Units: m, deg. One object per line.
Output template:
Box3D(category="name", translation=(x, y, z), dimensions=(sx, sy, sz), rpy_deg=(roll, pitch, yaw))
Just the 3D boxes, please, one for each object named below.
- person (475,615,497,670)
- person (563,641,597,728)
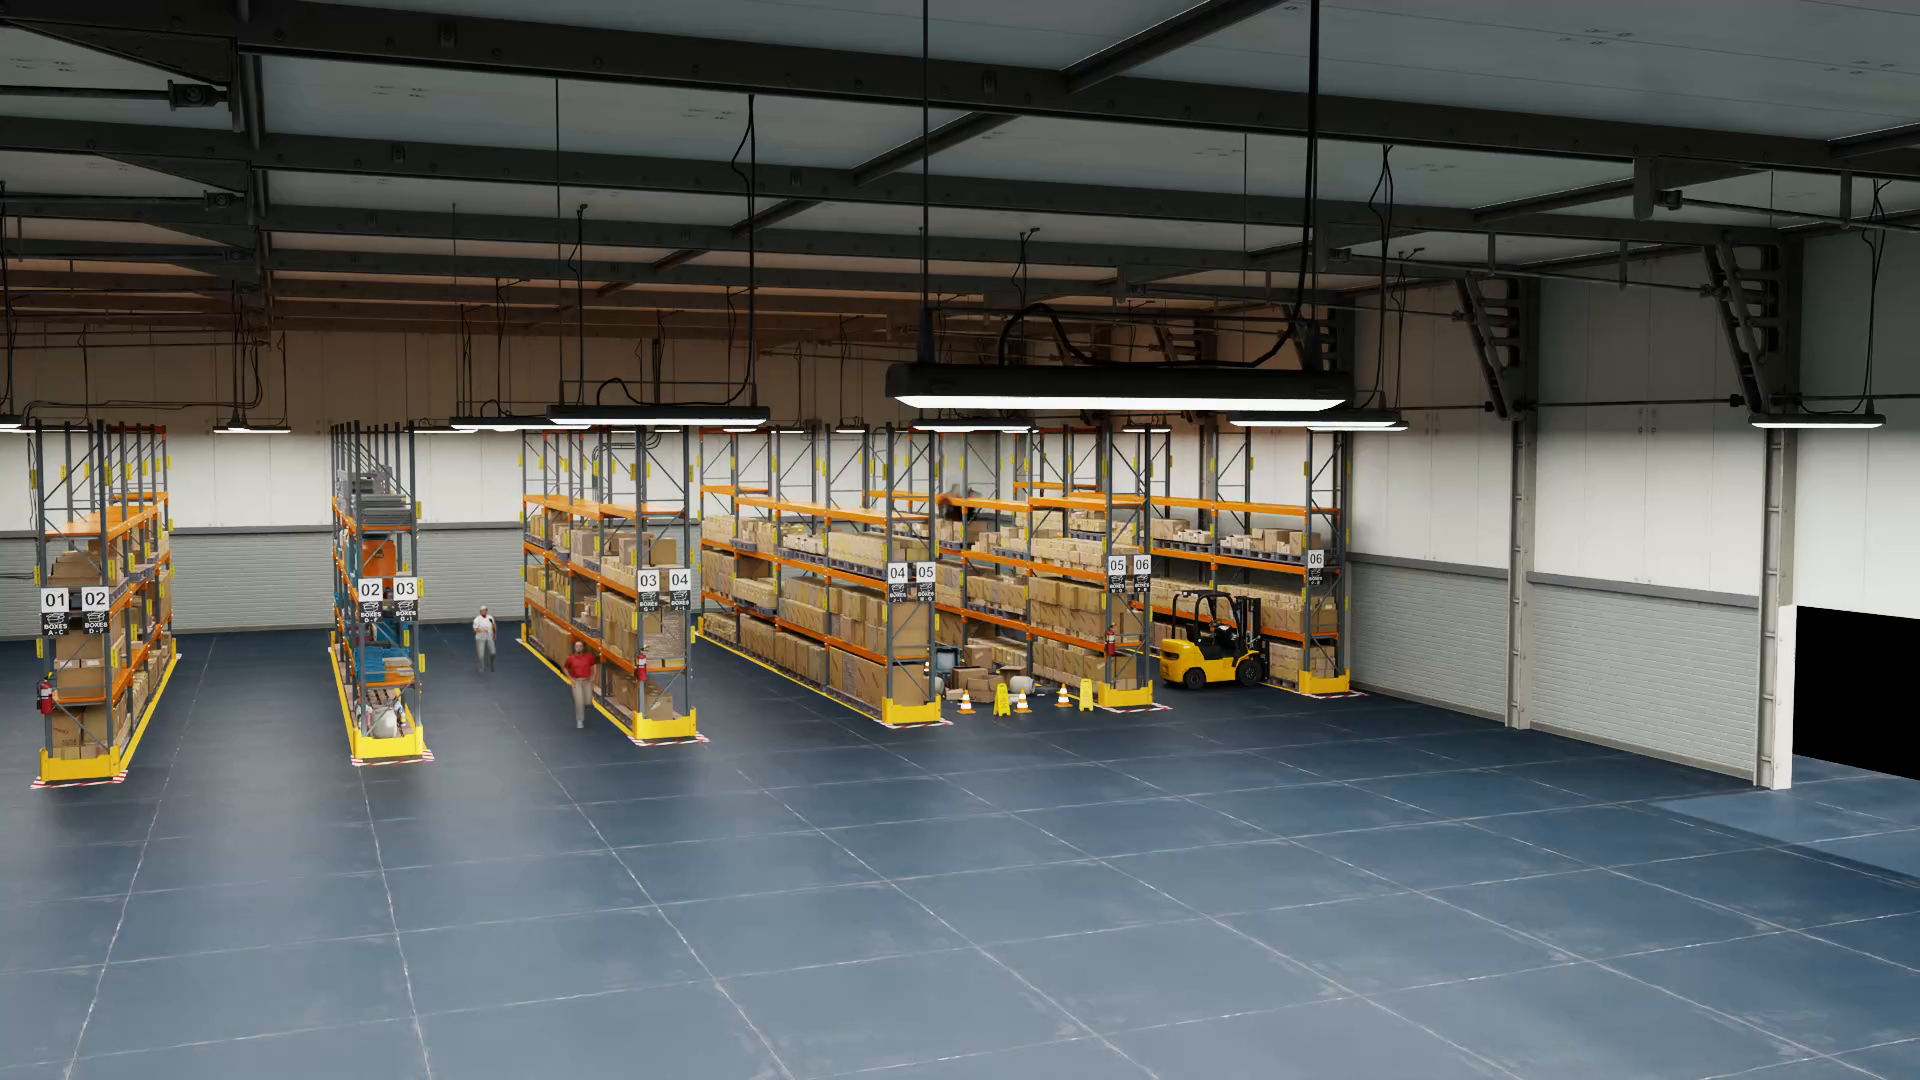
Box3D(category="person", translation=(-11.401, 2.472, 39.955), dimensions=(0.451, 1.326, 0.579), rpy_deg=(-2, 4, -30))
Box3D(category="person", translation=(-7.481, 2.838, 32.805), dimensions=(0.662, 1.697, 0.525), rpy_deg=(-1, 4, -21))
